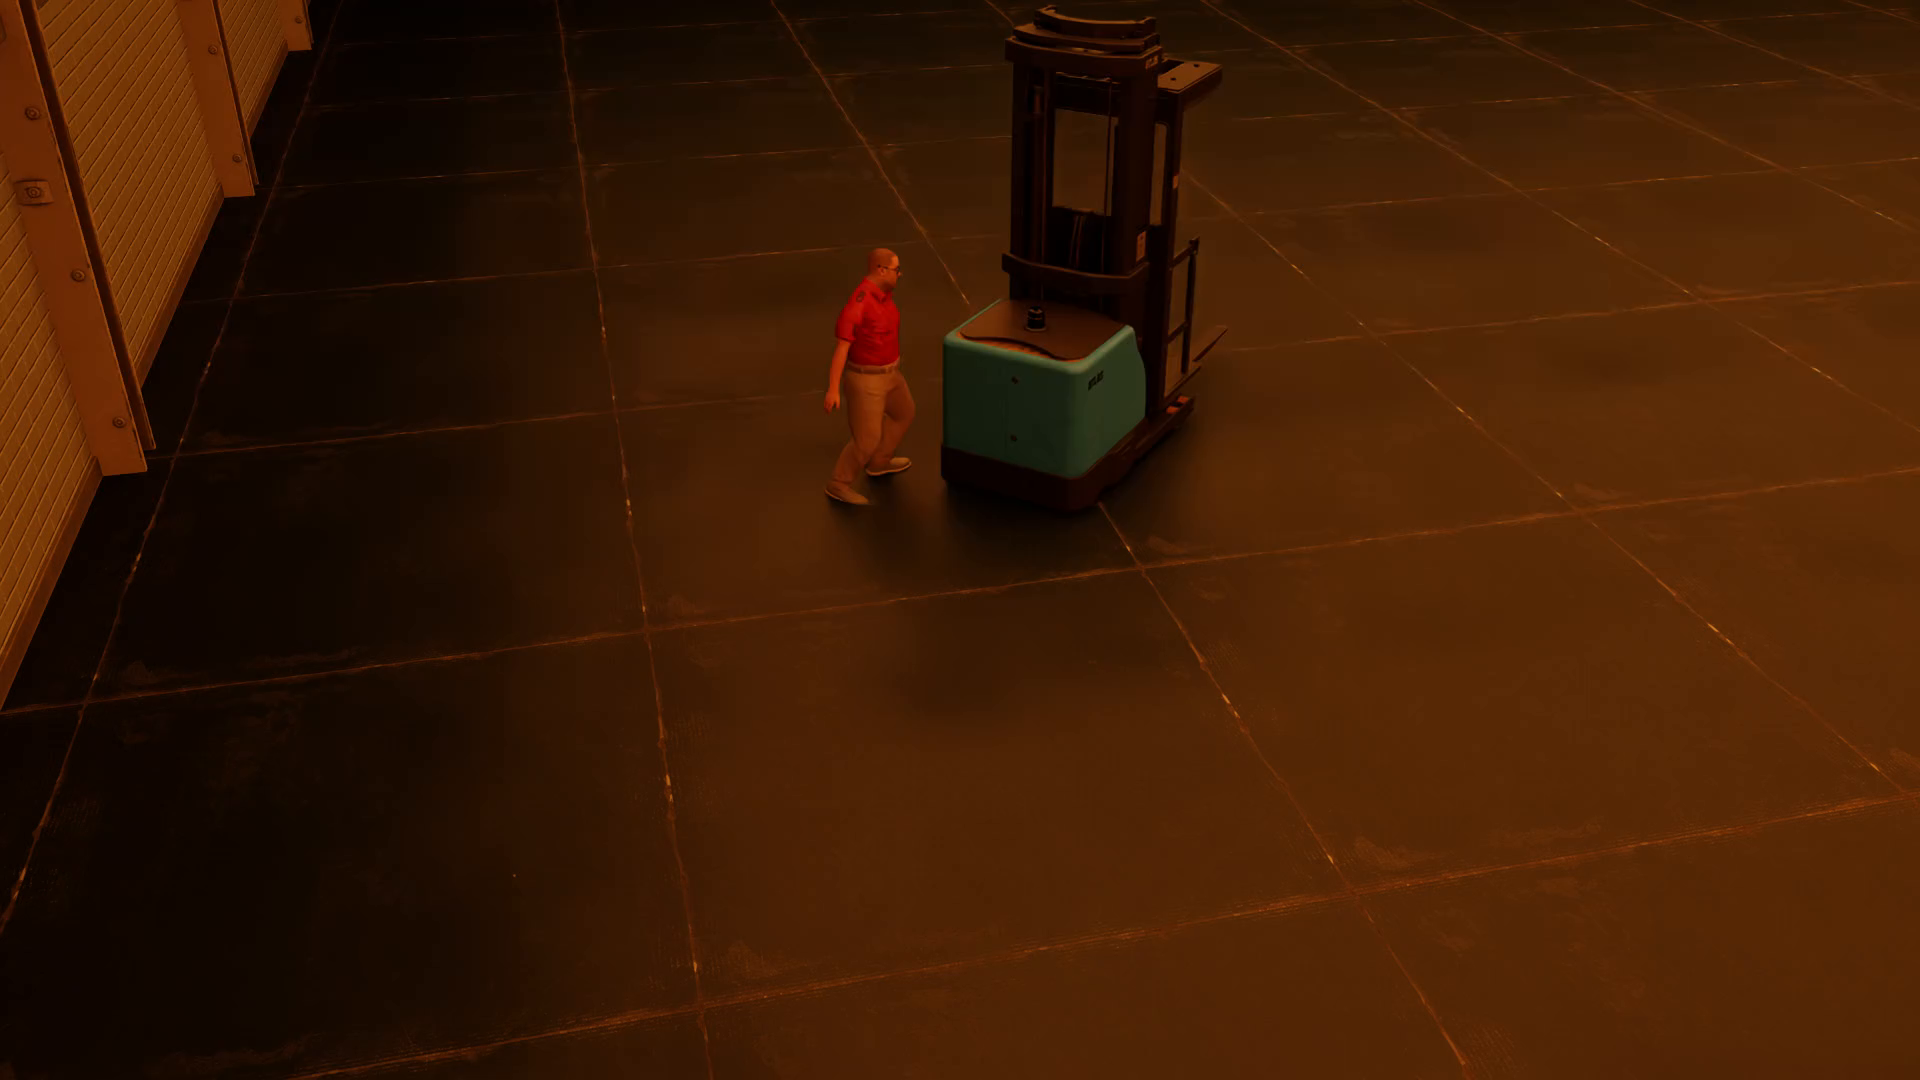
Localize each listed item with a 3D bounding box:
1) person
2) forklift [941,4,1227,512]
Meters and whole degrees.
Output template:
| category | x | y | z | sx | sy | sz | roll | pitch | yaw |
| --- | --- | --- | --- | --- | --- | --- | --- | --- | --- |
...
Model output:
| category | x | y | z | sx | sy | sz | roll | pitch | yaw |
| --- | --- | --- | --- | --- | --- | --- | --- | --- | --- |
| person | -0.610 | -1.029 | 10.672 | 0.478 | 1.717 | 0.898 | 12 | 32 | 20 |
| forklift | 1.038 | -2.158 | 11.302 | 1.130 | 2.935 | 3.031 | 16 | 34 | 25 |
